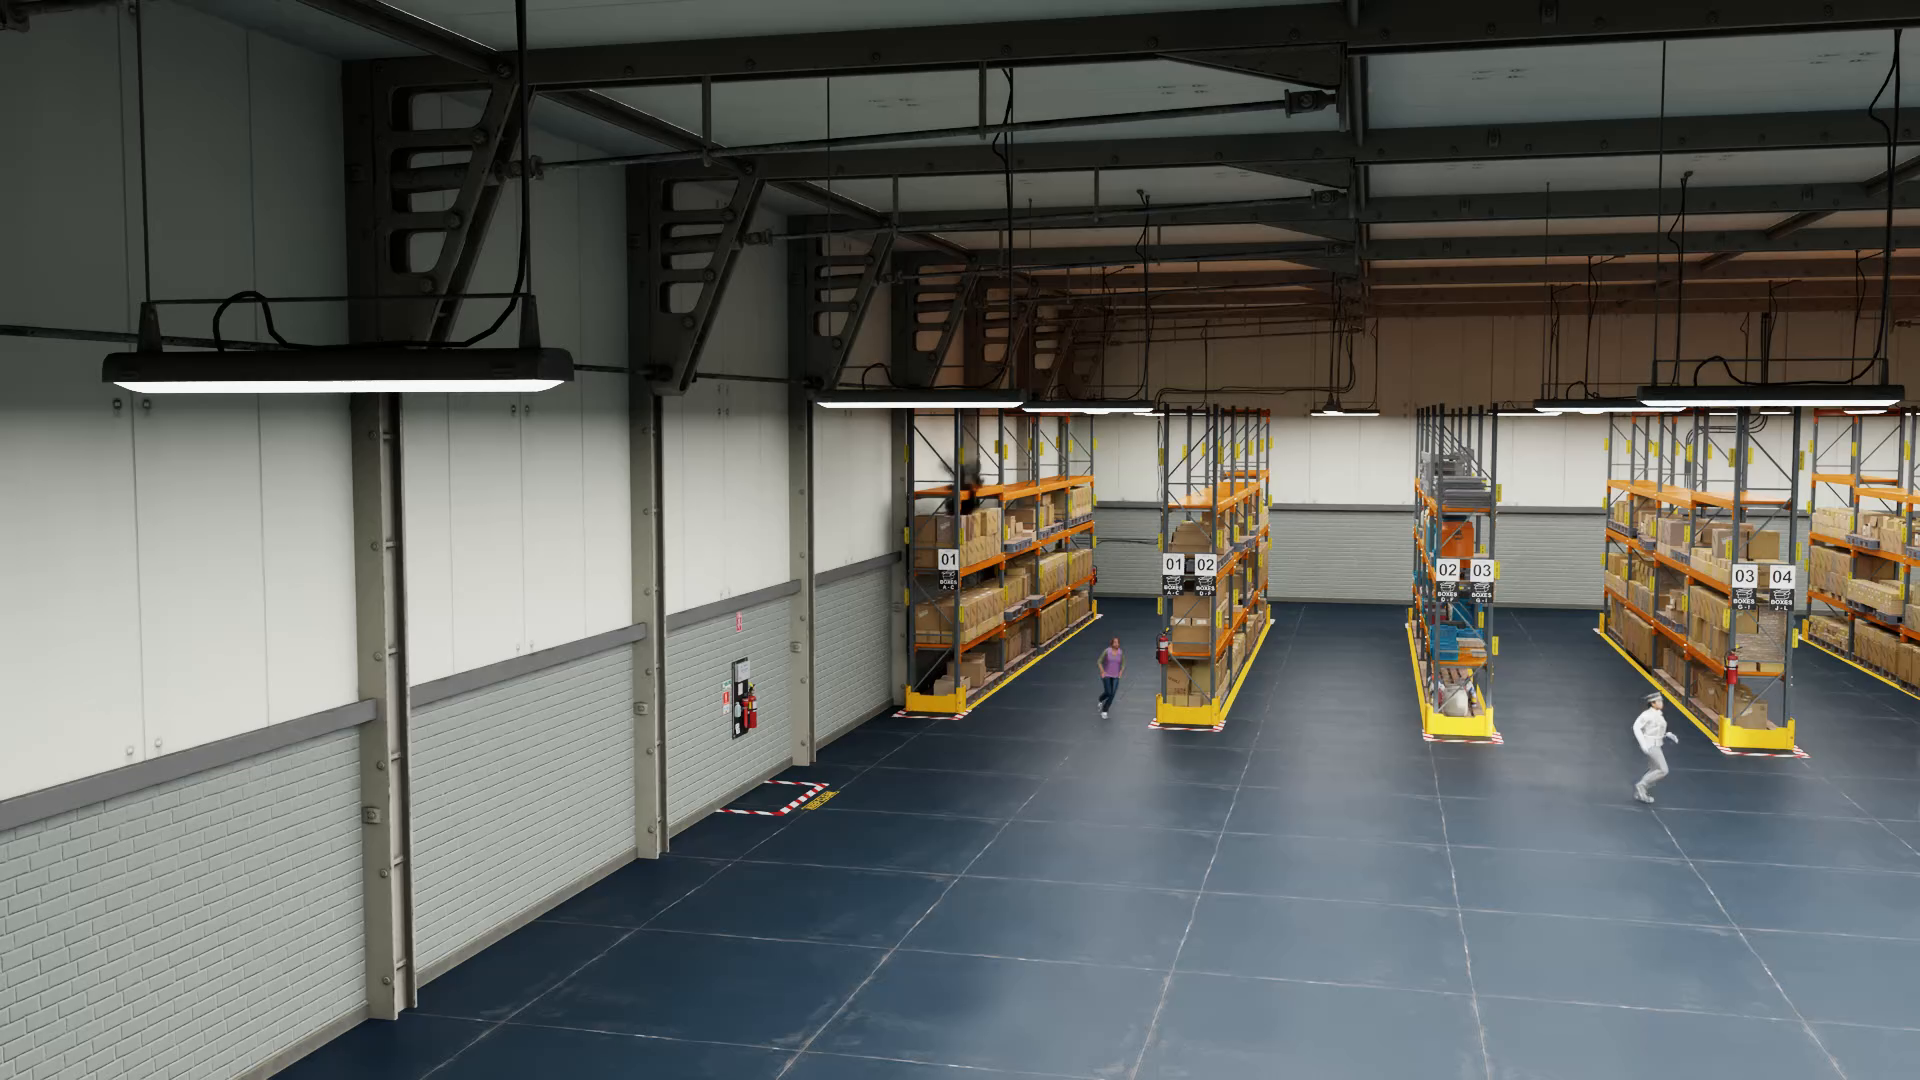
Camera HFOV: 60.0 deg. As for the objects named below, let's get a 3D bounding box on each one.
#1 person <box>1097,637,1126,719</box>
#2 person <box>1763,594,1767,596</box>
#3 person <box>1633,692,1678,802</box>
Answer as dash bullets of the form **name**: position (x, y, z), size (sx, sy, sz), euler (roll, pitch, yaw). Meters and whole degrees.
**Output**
- **person**: position (2.928, 2.636, 31.969), size (0.539, 1.561, 0.525), euler (-1, 4, -12)
- **person**: position (20.877, 1.626, 43.817), size (0.977, 1.724, 0.770), euler (-4, 5, -40)
- **person**: position (10.376, 3.082, 24.796), size (0.567, 1.662, 0.623), euler (3, 5, 38)
